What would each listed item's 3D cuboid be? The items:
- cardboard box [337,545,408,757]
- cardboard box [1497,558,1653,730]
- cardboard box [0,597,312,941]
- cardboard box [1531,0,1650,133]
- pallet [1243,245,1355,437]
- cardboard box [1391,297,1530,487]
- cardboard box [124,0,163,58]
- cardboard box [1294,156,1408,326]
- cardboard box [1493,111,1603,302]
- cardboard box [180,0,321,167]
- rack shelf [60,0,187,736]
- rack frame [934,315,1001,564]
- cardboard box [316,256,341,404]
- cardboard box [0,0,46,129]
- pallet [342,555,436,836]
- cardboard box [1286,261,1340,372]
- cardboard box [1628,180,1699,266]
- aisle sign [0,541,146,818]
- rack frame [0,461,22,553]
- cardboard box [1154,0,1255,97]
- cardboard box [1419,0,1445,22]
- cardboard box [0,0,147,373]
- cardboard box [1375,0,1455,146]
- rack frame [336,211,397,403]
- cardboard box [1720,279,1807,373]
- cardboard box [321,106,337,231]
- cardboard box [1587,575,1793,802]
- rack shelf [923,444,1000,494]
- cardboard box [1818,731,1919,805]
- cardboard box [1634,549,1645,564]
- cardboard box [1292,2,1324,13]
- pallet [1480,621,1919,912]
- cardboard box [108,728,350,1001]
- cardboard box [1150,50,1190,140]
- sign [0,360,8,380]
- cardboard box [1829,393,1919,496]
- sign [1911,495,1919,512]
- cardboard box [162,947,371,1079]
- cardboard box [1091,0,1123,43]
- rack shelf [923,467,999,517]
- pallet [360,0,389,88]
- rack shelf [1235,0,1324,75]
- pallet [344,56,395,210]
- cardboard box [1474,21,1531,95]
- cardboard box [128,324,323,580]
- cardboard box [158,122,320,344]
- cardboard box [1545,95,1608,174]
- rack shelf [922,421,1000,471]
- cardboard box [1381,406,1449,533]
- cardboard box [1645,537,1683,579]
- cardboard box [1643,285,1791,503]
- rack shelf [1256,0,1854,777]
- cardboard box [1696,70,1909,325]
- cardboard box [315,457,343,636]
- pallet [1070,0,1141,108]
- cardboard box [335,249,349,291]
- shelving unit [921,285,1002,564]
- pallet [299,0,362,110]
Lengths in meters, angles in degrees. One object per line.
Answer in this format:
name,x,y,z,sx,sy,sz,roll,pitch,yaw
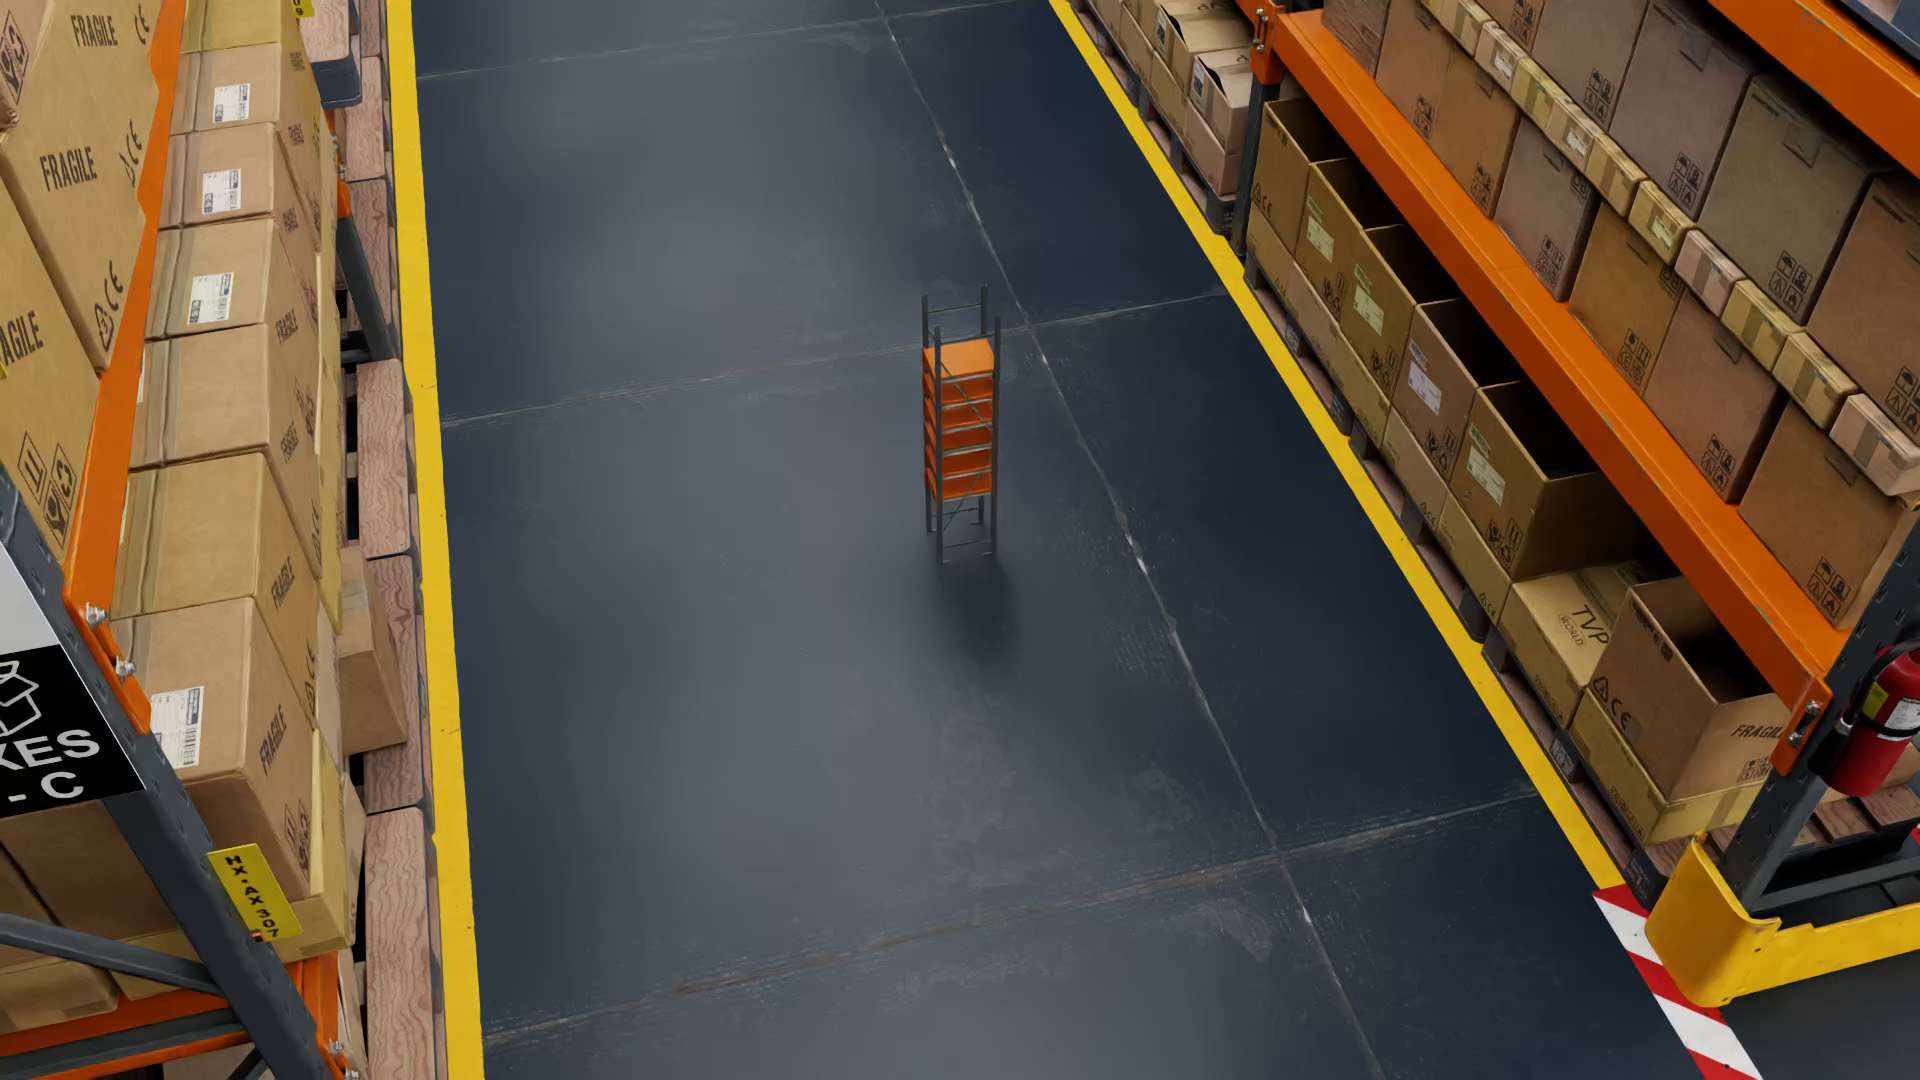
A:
cardboard box,-2.318,0.434,5.667,0.700,0.500,0.500,-13,47,-13
cardboard box,2.283,0.364,5.924,0.500,0.250,0.500,-11,47,-10
cardboard box,-1.774,0.515,3.711,0.500,0.500,0.500,-11,47,-10
cardboard box,2.326,-1.698,5.335,0.700,0.500,0.500,-11,47,-10
pallet,1.984,-1.021,7.603,1.003,0.211,1.213,-11,47,-10
cardboard box,2.023,-0.588,6.332,0.500,0.500,0.500,-11,47,-10
cardboard box,-2.184,-1.353,3.792,0.500,0.500,0.500,-8,46,-8
cardboard box,1.773,-1.279,7.010,0.500,0.500,0.500,-11,47,-10
cardboard box,2.339,-1.220,5.775,0.700,0.500,0.500,-9,46,-9
cardboard box,-2.547,-1.592,5.776,0.500,0.500,0.500,-11,47,-10
rack shelf,-2.455,-1.063,4.095,1.077,0.370,4.000,-11,47,-10
rack frame,0.027,-0.347,6.250,0.240,1.200,0.006,-11,47,-10
cardboard box,-2.289,-0.638,5.366,0.500,0.250,0.500,-11,47,-11
cardboard box,-1.886,-0.991,2.737,0.500,0.500,0.500,-11,47,-11
pallet,-2.445,0.632,5.983,1.003,0.211,1.213,-11,47,-10
cardboard box,1.770,-1.016,7.277,0.500,0.250,0.500,-11,47,-10
cardboard box,2.299,-0.995,5.101,0.380,0.149,0.250,-9,46,-9
aisle sign,-1.634,0.201,2.632,0.394,0.787,0.004,-11,47,-10
rack frame,-1.943,-0.983,1.413,1.000,3.000,0.127,-11,47,-10
cardboard box,1.301,-2.520,8.358,0.500,0.311,0.500,-10,46,-9
cardboard box,1.903,-2.063,6.147,0.380,0.149,0.250,-11,47,-11
cardboard box,-1.890,-0.629,3.082,0.500,0.500,0.500,-8,46,-8
cardboard box,2.082,-1.920,6.462,0.700,0.500,0.500,-11,47,-11
rack frame,-2.967,-1.645,6.262,1.000,3.000,0.127,-11,47,-10
cardboard box,2.429,-0.640,4.753,0.380,0.149,0.250,-11,47,-11
cardboard box,-2.552,-1.328,6.042,0.500,0.250,0.500,-11,47,-10
cardboard box,2.420,0.445,5.320,0.500,0.500,0.500,-11,47,-10
rack shelf,0.004,-0.295,6.429,0.258,0.103,0.180,-11,47,-10
cardboard box,2.923,0.613,5.681,0.500,0.250,0.500,-11,47,-10
cardboard box,2.664,-0.077,6.357,0.500,0.250,0.500,-11,47,-10
cardboard box,1.833,-2.612,8.448,0.500,0.311,0.500,-11,47,-11
pallet,2.609,0.664,5.952,1.003,0.211,1.213,-11,47,-10
cardboard box,-1.761,0.767,3.989,0.500,0.250,0.500,-12,47,-11
cardboard box,1.307,-2.321,8.556,0.500,0.250,0.500,-11,47,-11
sign,-1.418,-0.339,2.270,0.100,0.325,0.005,-11,47,-10
cardboard box,2.563,-0.283,4.403,0.380,0.149,0.250,-11,47,-11
sign,2.317,-0.190,3.860,0.100,0.325,0.005,-11,47,-10
cardboard box,-2.033,1.409,4.843,0.500,0.311,0.500,-16,48,-15
cardboard box,1.047,-3.026,9.246,0.500,0.250,0.500,-10,46,-10
rack shelf,0.004,-0.211,6.515,0.258,0.103,0.180,-11,47,-10
pallet,-3.792,-2.891,9.435,1.003,0.211,1.213,-11,47,-10
rack shelf,1.309,-3.683,8.762,1.077,0.370,4.000,-11,47,-10
pallet,-3.483,-2.050,8.612,1.003,0.211,1.213,-11,47,-10
cardboard box,2.036,-1.706,5.797,0.380,0.149,0.250,-12,47,-11
cardboard box,-2.017,-0.186,4.398,0.500,0.500,0.500,-12,47,-12
cardboard box,-2.295,-0.899,5.097,0.500,0.500,0.500,-12,47,-11
cardboard box,2.164,-1.353,5.452,0.380,0.149,0.250,-11,47,-11
rack shelf,0.004,-0.379,6.343,0.258,0.103,0.180,-11,47,-10
cardboard box,2.027,-0.326,6.601,0.500,0.250,0.500,-11,47,-10
cardboard box,2.793,0.005,5.751,0.500,0.500,0.500,-11,47,-10
cardboard box,2.599,-0.513,5.083,0.700,0.500,0.500,-10,46,-9
rack shelf,2.333,-0.921,6.056,1.077,0.370,4.000,-11,47,-10
cardboard box,2.584,-1.004,4.656,0.700,0.500,0.500,-12,47,-11
cardboard box,-2.032,0.058,4.684,0.500,0.250,0.500,-11,47,-11
pallet,1.279,-2.923,9.467,1.003,0.211,1.213,-11,47,-10
cardboard box,-3.171,-1.429,7.493,0.700,0.500,0.500,-9,46,-9
shelving unit,0.004,-0.410,6.312,0.258,1.200,0.189,-11,47,-10
pallet,-3.022,-2.132,6.874,1.003,0.211,1.213,-11,47,-10
